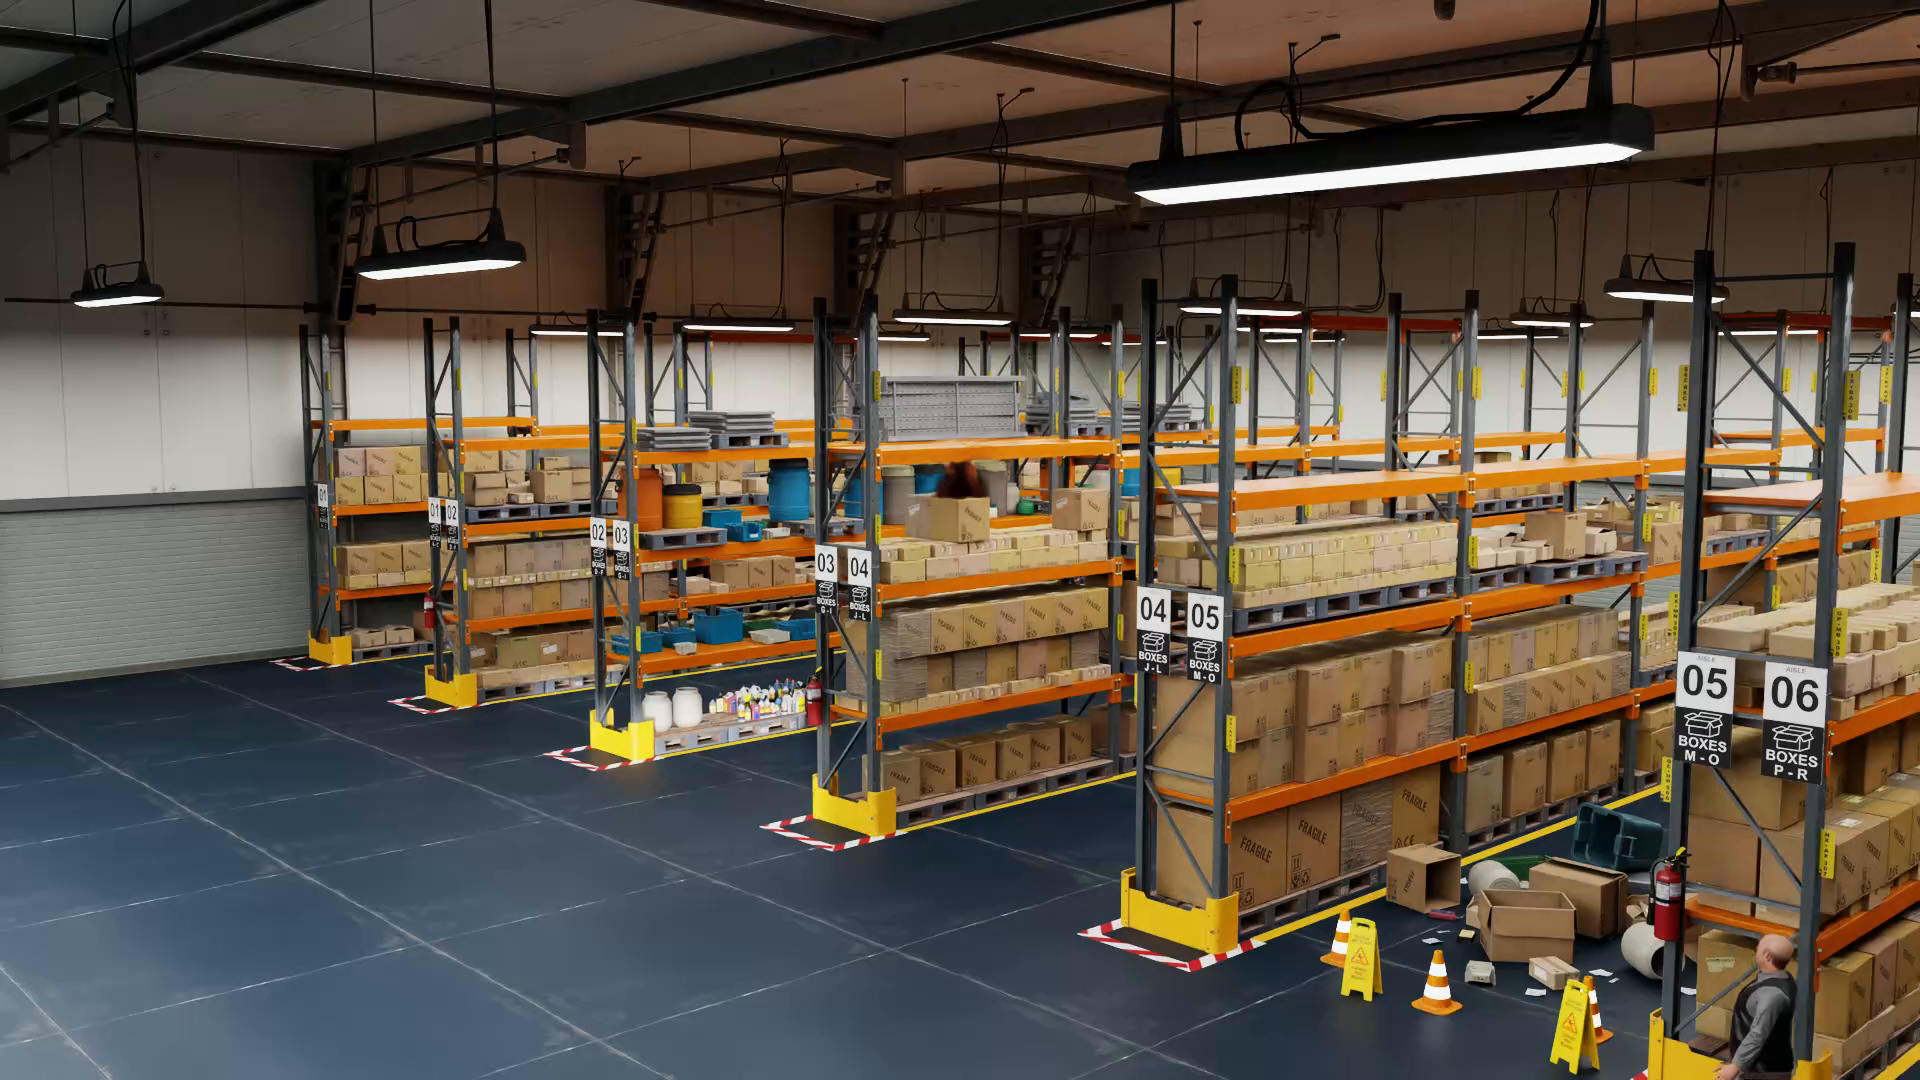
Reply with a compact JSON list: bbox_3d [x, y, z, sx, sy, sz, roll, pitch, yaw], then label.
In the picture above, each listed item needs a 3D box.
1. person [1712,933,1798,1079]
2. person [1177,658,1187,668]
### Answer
[{"bbox_3d":[4.985,3.285,10.377,0.993,1.684,0.527,1,6,13],"label":"person"},{"bbox_3d":[2.667,2.313,20.088,0.874,1.803,0.609,-5,8,-40],"label":"person"}]
